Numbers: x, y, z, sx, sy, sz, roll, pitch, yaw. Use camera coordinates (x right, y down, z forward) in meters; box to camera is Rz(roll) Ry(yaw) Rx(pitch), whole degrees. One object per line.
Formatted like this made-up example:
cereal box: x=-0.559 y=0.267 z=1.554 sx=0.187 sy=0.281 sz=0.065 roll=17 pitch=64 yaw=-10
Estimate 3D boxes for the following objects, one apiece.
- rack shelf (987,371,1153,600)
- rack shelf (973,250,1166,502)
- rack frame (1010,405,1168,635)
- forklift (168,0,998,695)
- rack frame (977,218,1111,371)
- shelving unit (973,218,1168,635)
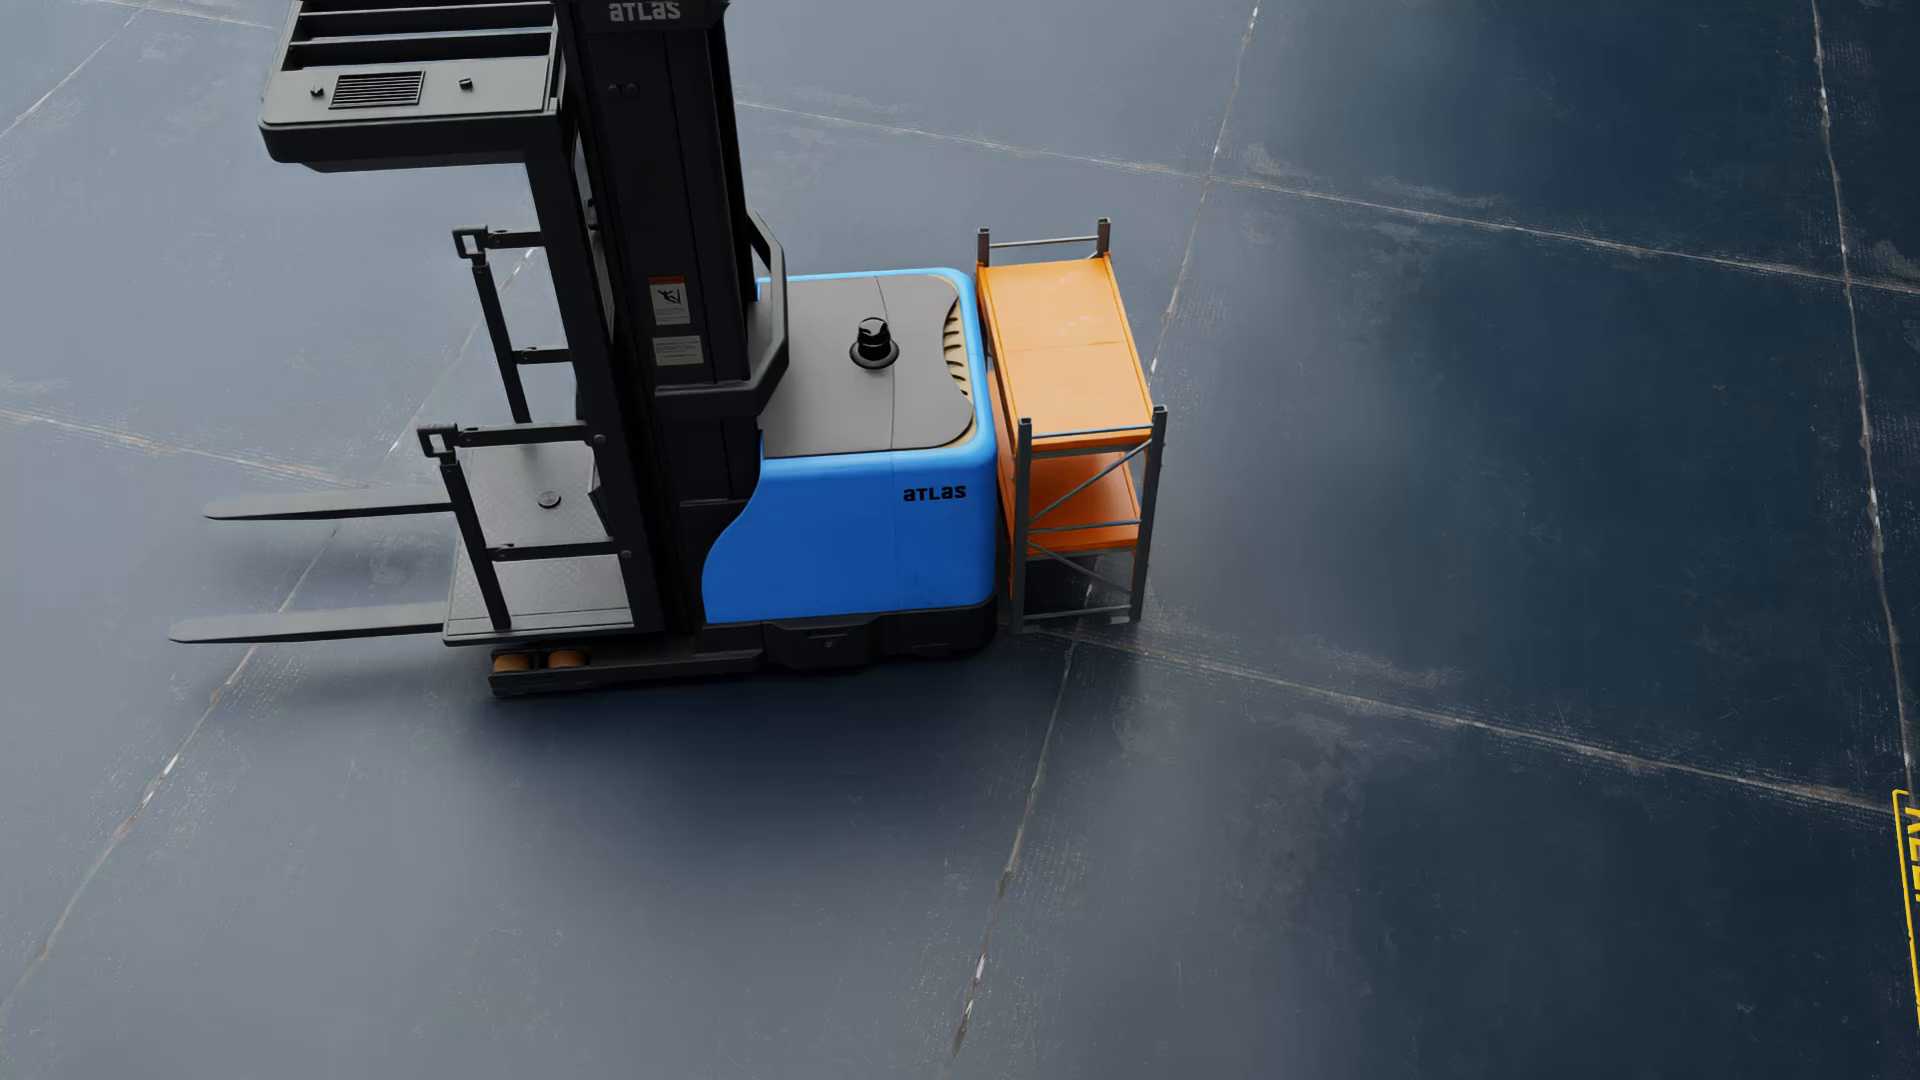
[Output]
rack shelf: x=0.379 y=-0.262 z=6.476 sx=0.538 sy=0.278 sz=1.000 roll=-5 pitch=49 yaw=-5
rack shelf: x=0.379 y=-0.617 z=6.073 sx=0.538 sy=0.278 sz=1.000 roll=-5 pitch=49 yaw=-5
rack frame: x=0.444 y=-0.046 z=5.959 sx=0.500 sy=1.125 sz=0.032 roll=-5 pitch=49 yaw=-5
forklift: x=-1.408 y=-0.813 z=5.432 sx=3.031 sy=2.935 sz=1.130 roll=-4 pitch=49 yaw=-3
rack frame: x=0.314 y=-0.802 z=6.626 sx=0.500 sy=1.125 sz=0.032 roll=-5 pitch=49 yaw=-5
shelving unit: x=0.379 y=-0.424 z=6.292 sx=0.538 sy=1.125 sz=1.048 roll=-5 pitch=49 yaw=-5
